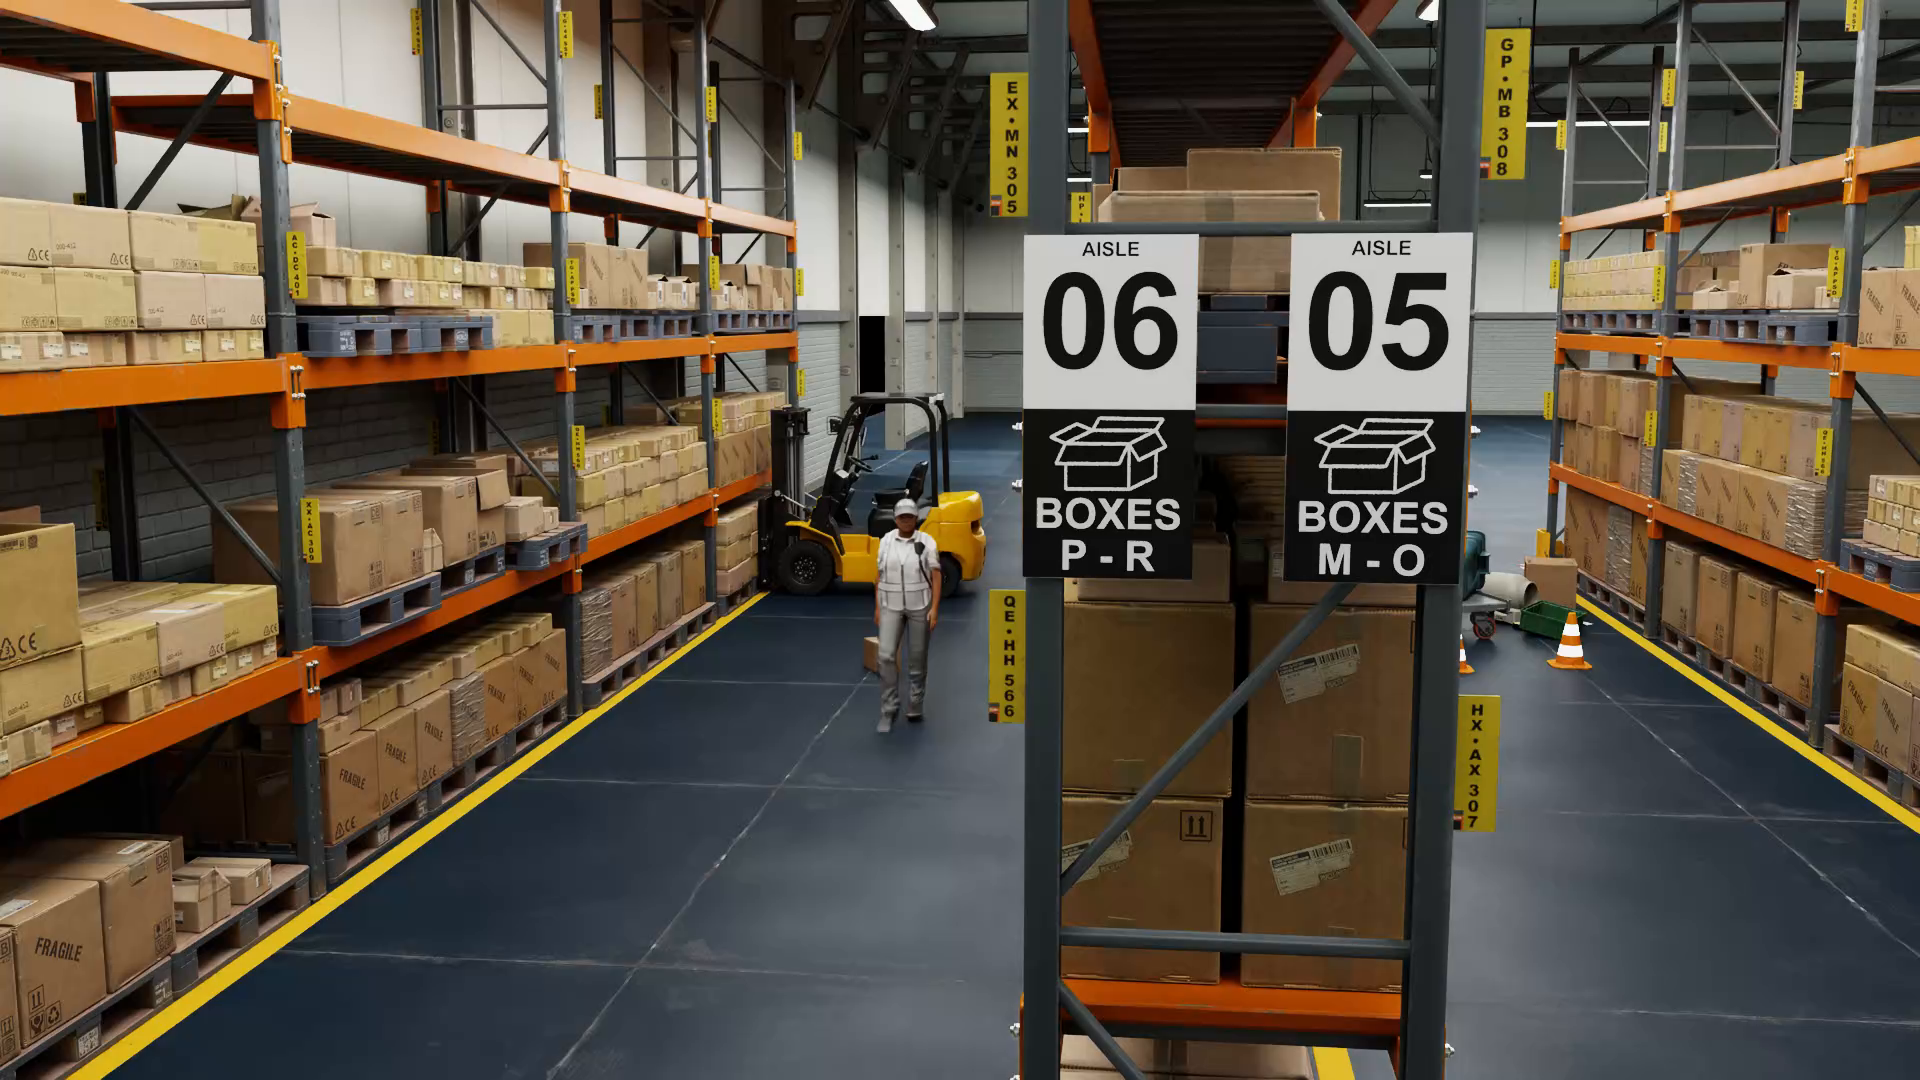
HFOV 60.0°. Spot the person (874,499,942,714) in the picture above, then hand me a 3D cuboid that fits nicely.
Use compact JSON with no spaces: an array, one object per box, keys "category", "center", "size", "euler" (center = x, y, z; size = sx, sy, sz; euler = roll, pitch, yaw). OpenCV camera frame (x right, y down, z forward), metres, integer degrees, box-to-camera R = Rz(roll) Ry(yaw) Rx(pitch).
[{"category":"person","center":[-0.389,0.474,12.320],"size":[0.514,1.567,0.530],"euler":[0,8,3]}]
